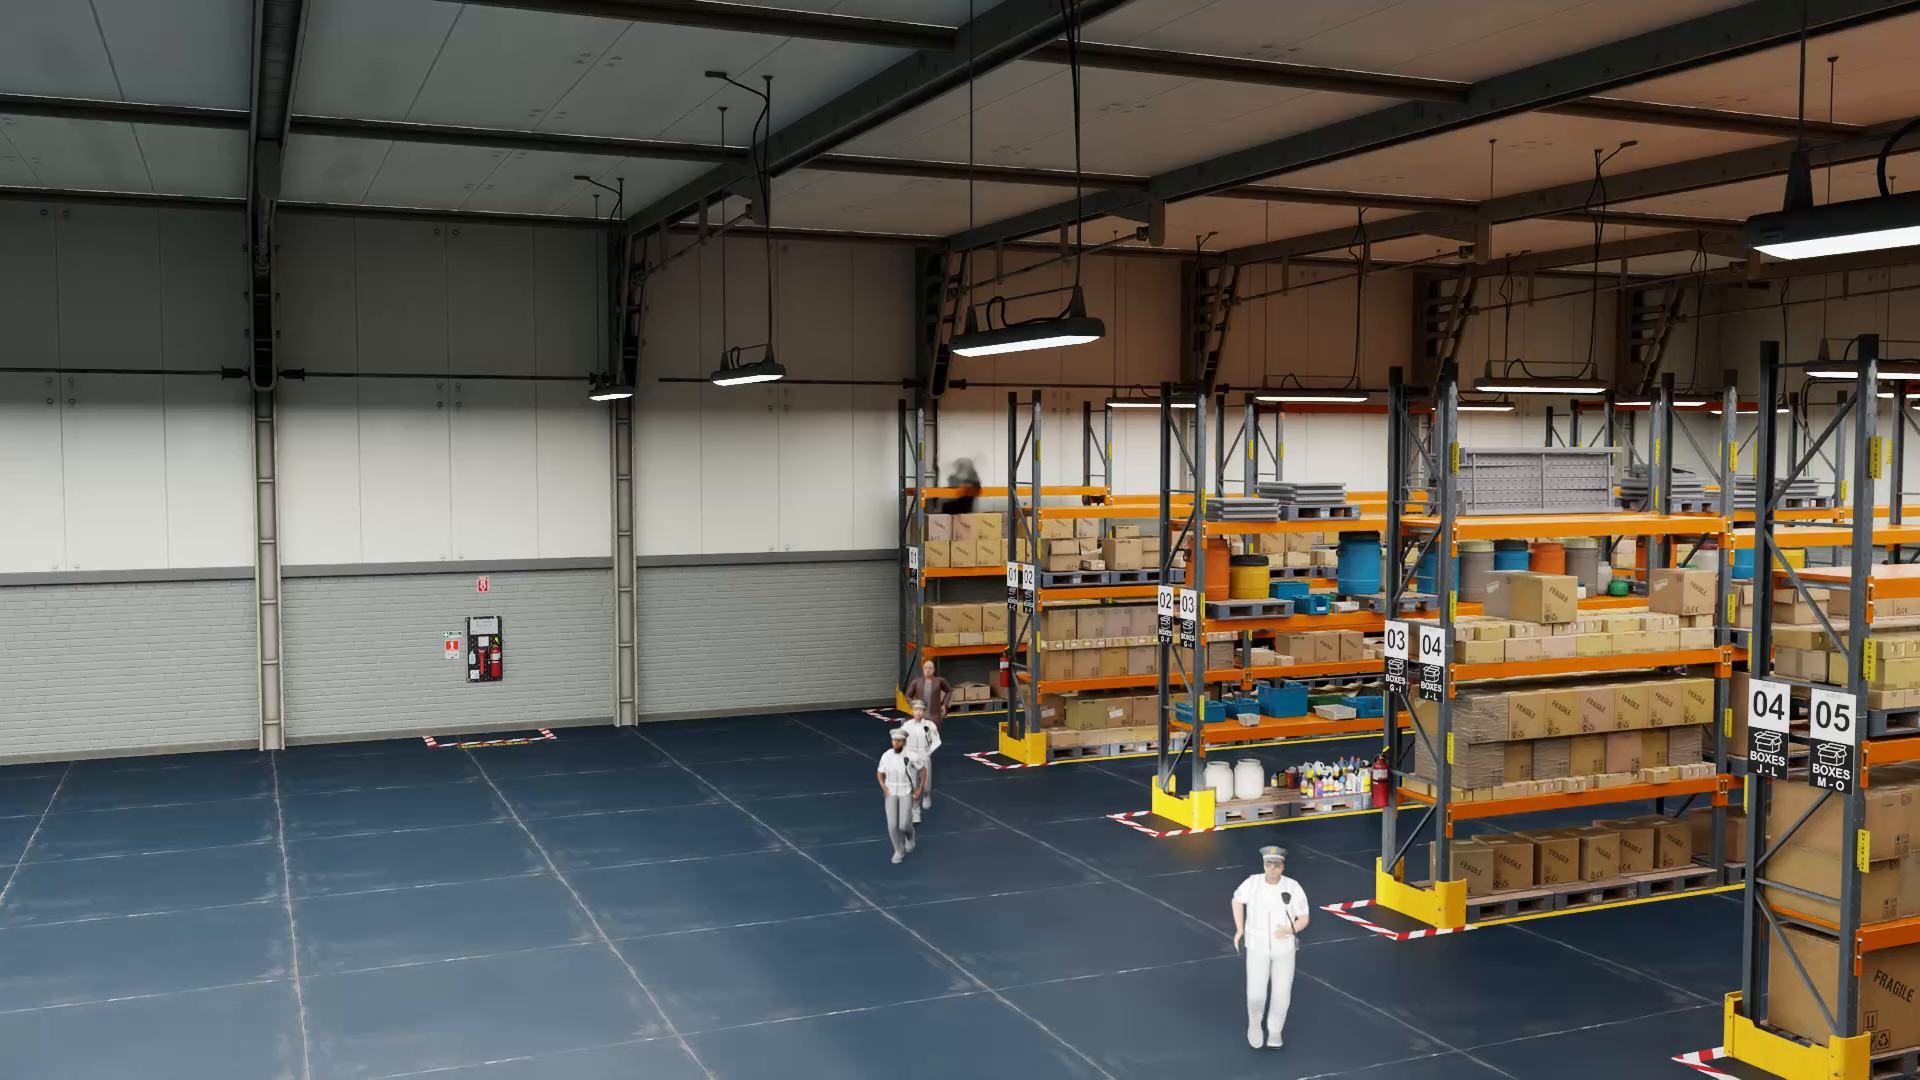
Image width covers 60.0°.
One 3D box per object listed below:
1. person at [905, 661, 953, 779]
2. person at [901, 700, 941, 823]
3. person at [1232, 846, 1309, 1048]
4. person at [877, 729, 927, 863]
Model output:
[{"bbox_3d":[-0.495,2.762,25.843,0.732,1.775,0.987,0,3,7],"label":"person"},{"bbox_3d":[-0.571,3.000,22.793,0.619,1.651,0.666,0,3,3],"label":"person"},{"bbox_3d":[2.621,3.450,14.057,0.647,1.743,0.643,1,3,10],"label":"person"},{"bbox_3d":[-0.732,3.146,20.504,0.603,1.652,0.584,1,3,9],"label":"person"}]
